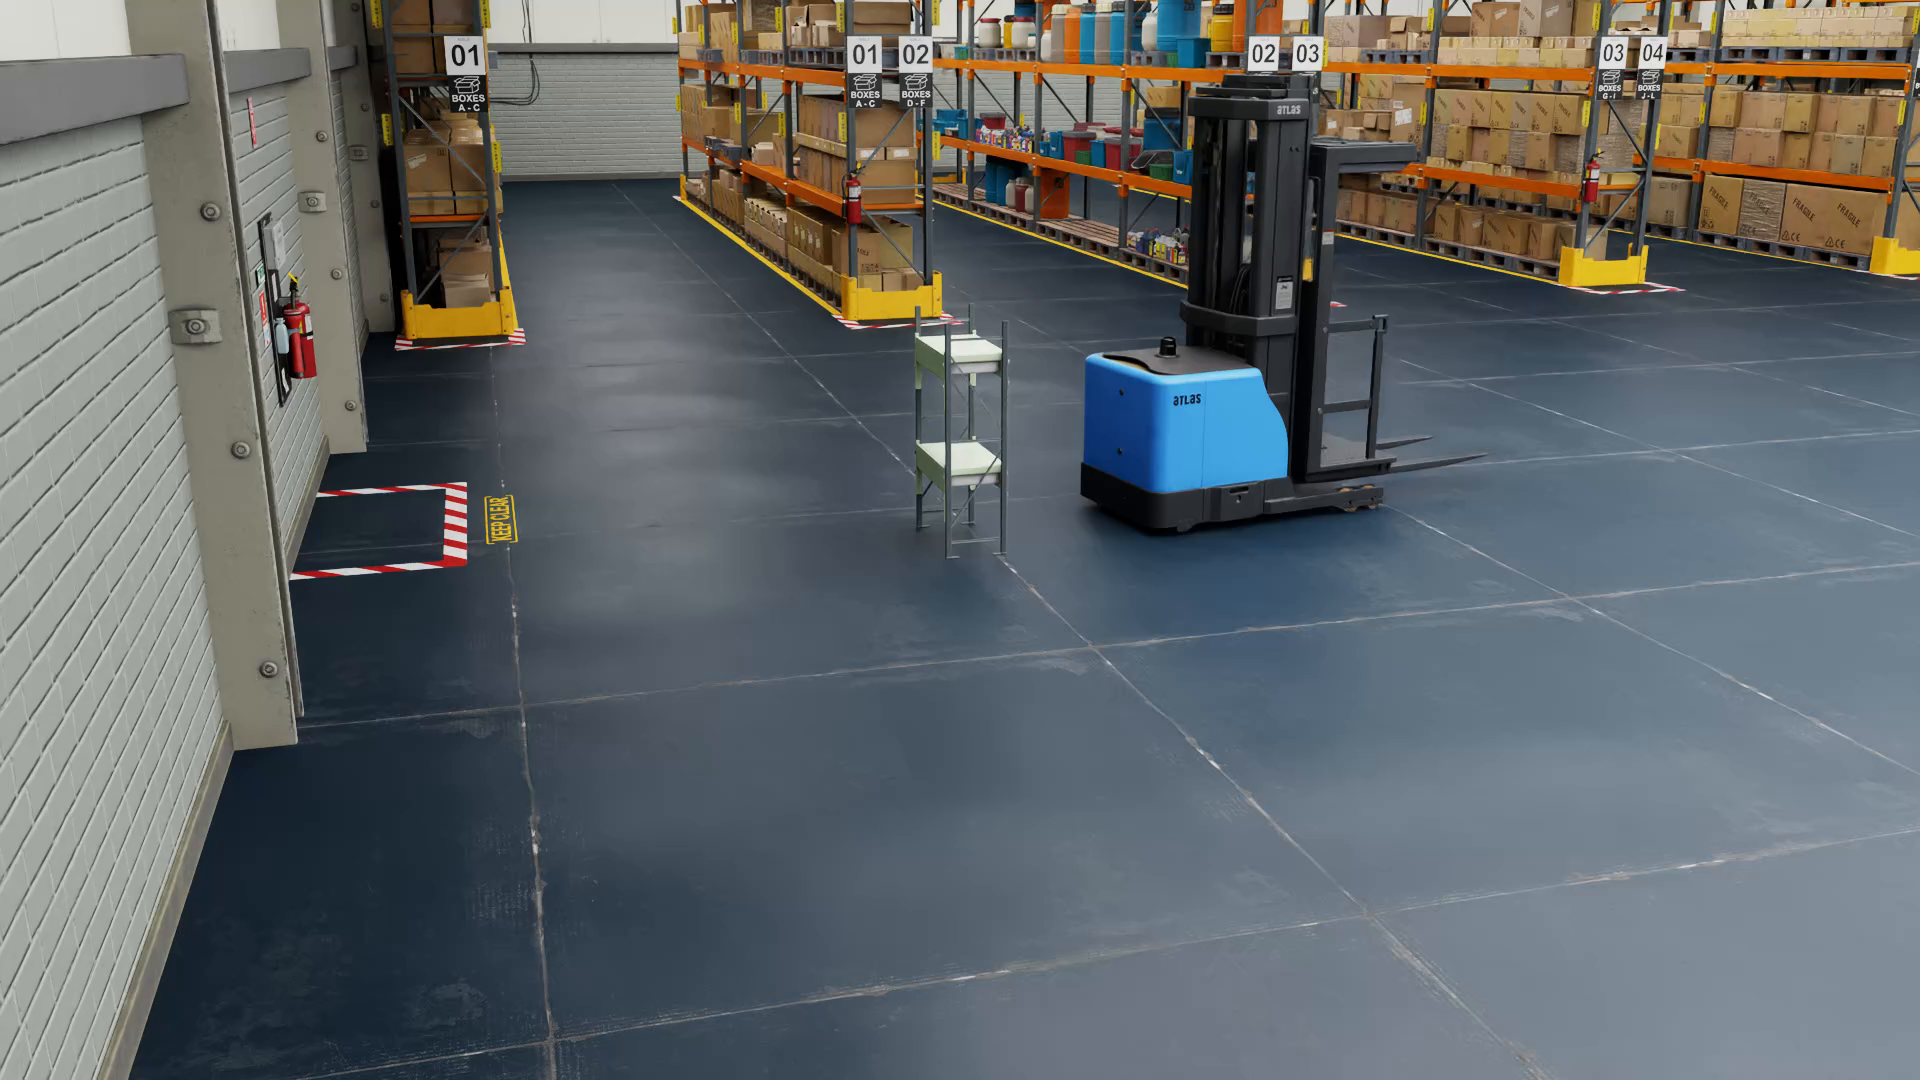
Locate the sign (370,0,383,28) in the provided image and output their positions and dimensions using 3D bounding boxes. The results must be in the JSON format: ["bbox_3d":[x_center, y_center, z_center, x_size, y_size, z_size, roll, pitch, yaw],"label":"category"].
[{"bbox_3d":[-6.118,-5.542,17.434,0.100,0.325,0.005,-5,17,-15],"label":"sign"}]

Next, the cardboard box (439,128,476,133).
[{"bbox_3d":[-6.786,-5.228,22.204,0.700,0.500,0.500,-5,17,-15],"label":"cardboard box"}]

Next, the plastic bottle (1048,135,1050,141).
[{"bbox_3d":[1.617,-7.153,29.774,0.097,0.271,0.097,0,17,0],"label":"plastic bottle"}]

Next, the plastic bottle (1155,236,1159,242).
[{"bbox_3d":[2.798,-4.167,23.588,0.097,0.271,0.097,0,17,0],"label":"plastic bottle"}]

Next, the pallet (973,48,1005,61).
[{"bbox_3d":[0.958,-8.959,30.678,1.213,0.211,1.003,-5,17,-15],"label":"pallet"}]

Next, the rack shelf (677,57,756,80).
[{"bbox_3d":[-4.665,-9.077,31.991,1.077,0.370,4.000,-5,17,-15],"label":"rack shelf"}]

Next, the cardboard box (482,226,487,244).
[{"bbox_3d":[-7.530,-4.751,25.134,0.700,0.500,0.500,-4,17,-14],"label":"cardboard box"}]

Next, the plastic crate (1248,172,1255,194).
[{"bbox_3d":[3.521,-4.546,21.131,0.499,0.251,0.616,-5,17,-15],"label":"plastic crate"}]

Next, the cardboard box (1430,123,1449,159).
[{"bbox_3d":[7.674,-6.062,25.227,0.875,0.500,0.500,-5,17,-15],"label":"cardboard box"}]

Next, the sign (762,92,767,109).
[{"bbox_3d":[-3.582,-8.031,30.461,0.100,0.325,0.005,-5,17,-15],"label":"sign"}]

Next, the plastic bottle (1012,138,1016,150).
[{"bbox_3d":[0.962,-6.984,29.334,0.097,0.201,0.097,0,17,0],"label":"plastic bottle"}]

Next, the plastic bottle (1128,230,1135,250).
[{"bbox_3d":[2.513,-4.390,24.332,0.097,0.271,0.097,0,17,0],"label":"plastic bottle"}]

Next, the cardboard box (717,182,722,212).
[{"bbox_3d":[-4.059,-6.145,29.776,0.500,0.500,0.500,-4,17,-14],"label":"cardboard box"}]

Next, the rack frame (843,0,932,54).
[{"bbox_3d":[-0.817,-6.985,18.564,1.000,3.000,0.127,-5,17,-15],"label":"rack frame"}]

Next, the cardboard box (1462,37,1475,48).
[{"bbox_3d":[7.595,-7.297,24.383,0.380,0.149,0.250,-5,17,-15],"label":"cardboard box"}]

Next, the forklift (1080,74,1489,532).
[{"bbox_3d":[2.409,-1.725,11.601,3.031,2.935,1.130,-8,18,-25],"label":"forklift"}]

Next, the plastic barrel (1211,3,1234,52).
[{"bbox_3d":[3.511,-6.536,21.225,0.600,0.588,0.600,0,17,0],"label":"plastic barrel"}]

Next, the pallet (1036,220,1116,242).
[{"bbox_3d":[1.923,-5.163,27.772,1.003,0.211,1.213,-5,17,-15],"label":"pallet"}]

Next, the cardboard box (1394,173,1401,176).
[{"bbox_3d":[9.575,-7.911,35.782,0.380,0.149,0.250,-4,17,-14],"label":"cardboard box"}]

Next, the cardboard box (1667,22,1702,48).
[{"bbox_3d":[14.903,-10.416,34.296,0.500,0.500,0.500,-5,17,-16],"label":"cardboard box"}]

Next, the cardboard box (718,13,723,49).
[{"bbox_3d":[-3.842,-8.837,28.864,0.600,0.600,0.600,-5,17,-16],"label":"cardboard box"}]

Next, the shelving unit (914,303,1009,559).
[{"bbox_3d":[0.002,-0.716,10.730,0.431,1.500,0.755,-5,17,-15],"label":"shelving unit"}]

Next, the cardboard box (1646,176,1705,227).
[{"bbox_3d":[12.149,-5.653,27.738,1.050,0.750,0.750,-5,17,-16],"label":"cardboard box"}]

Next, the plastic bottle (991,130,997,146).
[{"bbox_3d":[0.664,-7.348,30.417,0.152,0.276,0.135,-5,17,-15],"label":"plastic bottle"}]

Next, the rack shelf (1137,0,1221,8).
[{"bbox_3d":[4.861,-11.104,34.221,1.077,0.370,4.000,-5,17,-15],"label":"rack shelf"}]

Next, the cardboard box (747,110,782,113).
[{"bbox_3d":[-3.365,-7.007,28.162,0.700,0.500,0.500,-1,17,-5],"label":"cardboard box"}]

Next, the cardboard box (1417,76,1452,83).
[{"bbox_3d":[9.818,-9.356,34.455,0.500,0.500,0.500,-5,18,-17],"label":"cardboard box"}]

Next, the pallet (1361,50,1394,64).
[{"bbox_3d":[7.254,-7.813,26.861,1.213,0.211,1.003,-5,17,-15],"label":"pallet"}]

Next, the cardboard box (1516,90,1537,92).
[{"bbox_3d":[8.273,-6.291,24.251,0.500,0.500,0.500,-5,17,-15],"label":"cardboard box"}]

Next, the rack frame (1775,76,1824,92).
[{"bbox_3d":[16.038,-7.891,32.007,1.000,3.000,0.127,-5,17,-15],"label":"rack frame"}]

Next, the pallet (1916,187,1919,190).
[{"bbox_3d":[20.641,-7.158,34.415,1.003,0.211,1.213,-5,17,-15],"label":"pallet"}]

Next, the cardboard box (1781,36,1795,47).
[{"bbox_3d":[12.531,-7.450,24.860,0.380,0.149,0.250,-5,17,-15],"label":"cardboard box"}]

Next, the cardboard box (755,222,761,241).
[{"bbox_3d":[-2.867,-4.759,25.630,0.500,0.250,0.500,-5,17,-17],"label":"cardboard box"}]

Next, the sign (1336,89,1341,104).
[{"bbox_3d":[8.587,-10.056,37.710,0.100,0.325,0.005,-5,17,-15],"label":"sign"}]

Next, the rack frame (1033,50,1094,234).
[{"bbox_3d":[1.748,-6.716,28.095,1.000,3.000,0.127,-5,17,-15],"label":"rack frame"}]

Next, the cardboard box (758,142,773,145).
[{"bbox_3d":[-2.958,-6.178,26.461,0.500,0.311,0.500,-4,17,-12],"label":"cardboard box"}]

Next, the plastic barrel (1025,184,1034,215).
[{"bbox_3d":[1.356,-6.008,29.335,0.421,0.512,0.421,0,17,0],"label":"plastic barrel"}]

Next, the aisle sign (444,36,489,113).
[{"bbox_3d":[-5.271,-4.968,17.759,0.394,0.787,0.004,-5,17,-15],"label":"aisle sign"}]

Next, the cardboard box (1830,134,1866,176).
[{"bbox_3d":[13.188,-5.580,24.053,0.875,0.550,0.550,-5,17,-15],"label":"cardboard box"}]

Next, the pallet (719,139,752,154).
[{"bbox_3d":[-3.555,-6.771,28.612,1.003,0.211,1.213,-5,17,-15],"label":"pallet"}]

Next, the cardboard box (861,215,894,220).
[{"bbox_3d":[-1.160,-3.937,21.589,0.500,0.500,0.500,-5,17,-15],"label":"cardboard box"}]

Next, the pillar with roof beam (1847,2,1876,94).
[{"bbox_3d":[16.247,-12.187,35.882,9.100,9.000,0.400,-5,17,-15],"label":"pillar with roof beam"}]

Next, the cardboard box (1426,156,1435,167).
[{"bbox_3d":[7.379,-5.797,25.474,0.380,0.149,0.250,-5,17,-15],"label":"cardboard box"}]

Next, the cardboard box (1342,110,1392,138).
[{"bbox_3d":[6.946,-7.063,28.349,0.700,0.500,0.500,-2,17,-7],"label":"cardboard box"}]

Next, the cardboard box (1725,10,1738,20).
[{"bbox_3d":[12.179,-8.185,25.918,0.380,0.149,0.250,-5,17,-15],"label":"cardboard box"}]

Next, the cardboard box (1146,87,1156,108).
[{"bbox_3d":[4.321,-9.457,35.662,0.500,0.500,0.500,-5,17,-17],"label":"cardboard box"}]

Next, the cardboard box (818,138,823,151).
[{"bbox_3d":[-1.600,-5.059,21.279,0.380,0.149,0.250,-5,17,-16],"label":"cardboard box"}]

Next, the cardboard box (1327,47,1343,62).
[{"bbox_3d":[6.535,-8.180,28.016,0.500,0.250,0.500,-4,17,-14],"label":"cardboard box"}]

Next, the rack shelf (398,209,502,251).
[{"bbox_3d":[-6.129,-3.928,20.065,1.077,0.370,4.000,-5,17,-15],"label":"rack shelf"}]

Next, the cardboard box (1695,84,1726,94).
[{"bbox_3d":[15.234,-8.959,33.653,0.500,0.500,0.500,-5,17,-16],"label":"cardboard box"}]

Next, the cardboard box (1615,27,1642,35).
[{"bbox_3d":[11.573,-8.616,28.458,0.500,0.311,0.500,-5,17,-16],"label":"cardboard box"}]

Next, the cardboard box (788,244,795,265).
[{"bbox_3d":[-2.081,-3.951,22.939,0.500,0.250,0.500,-5,17,-15],"label":"cardboard box"}]

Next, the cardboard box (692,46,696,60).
[{"bbox_3d":[-4.777,-9.186,31.367,0.500,0.250,0.500,-5,17,-15],"label":"cardboard box"}]

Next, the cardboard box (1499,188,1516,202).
[{"bbox_3d":[10.736,-6.781,31.926,0.500,0.500,0.500,-4,17,-13],"label":"cardboard box"}]
